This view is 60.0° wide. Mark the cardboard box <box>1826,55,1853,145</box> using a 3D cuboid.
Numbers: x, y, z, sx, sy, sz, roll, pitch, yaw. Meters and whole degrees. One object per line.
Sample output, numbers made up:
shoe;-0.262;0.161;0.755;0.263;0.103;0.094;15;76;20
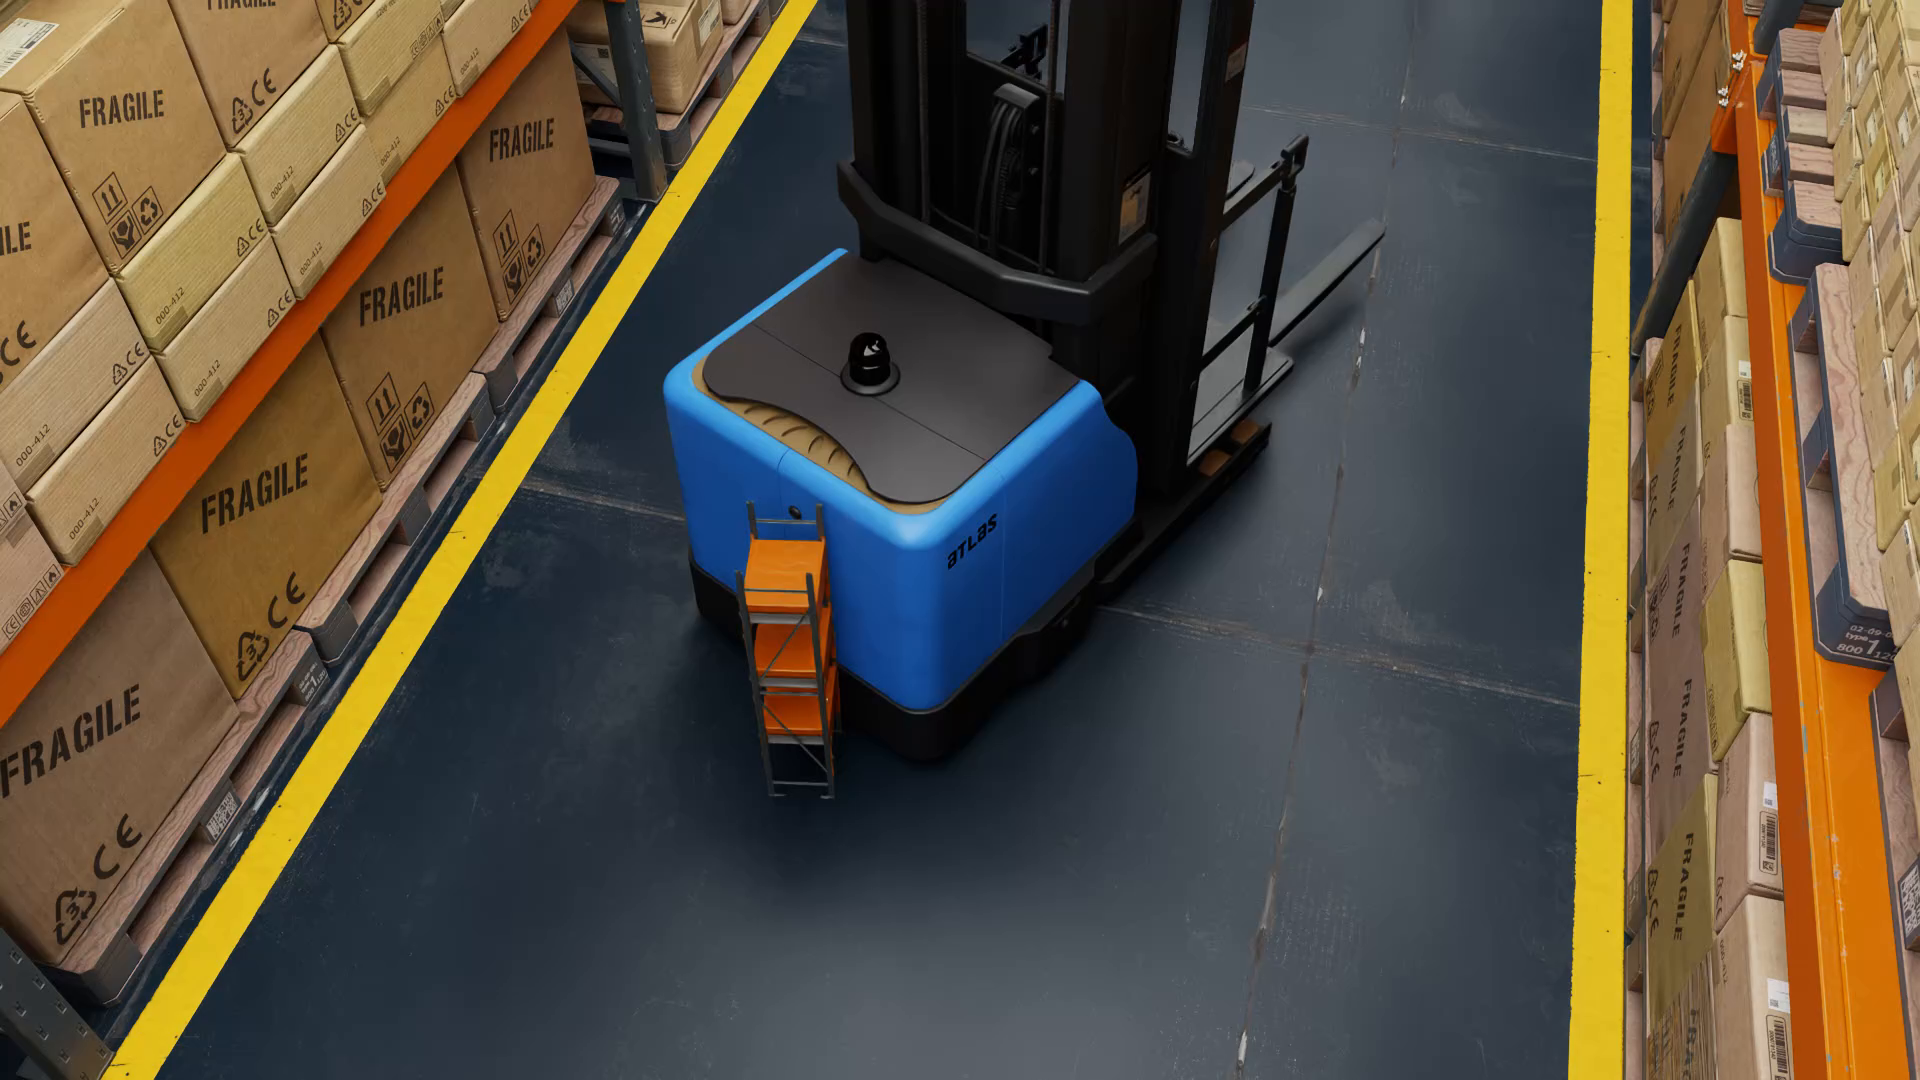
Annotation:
cardboard box;2.682;-1.216;4.710;0.380;0.149;0.250;14;50;12

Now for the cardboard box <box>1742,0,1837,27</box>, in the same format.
cardboard box;2.925;-2.050;5.492;0.500;0.500;0.500;12;50;10

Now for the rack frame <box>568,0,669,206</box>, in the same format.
rack frame;-1.737;-2.542;5.993;1.000;3.000;0.127;12;50;10

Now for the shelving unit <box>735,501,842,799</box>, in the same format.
shelving unit;-0.474;0.342;4.748;0.215;1.050;0.252;2;48;2

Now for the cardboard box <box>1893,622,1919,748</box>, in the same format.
cardboard box;2.128;0.324;3.351;0.380;0.149;0.250;9;49;8

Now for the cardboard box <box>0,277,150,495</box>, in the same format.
cardboard box;-2.291;-0.409;3.877;0.500;0.250;0.500;12;50;11

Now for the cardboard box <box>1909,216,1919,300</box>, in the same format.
cardboard box;2.413;-0.644;3.808;0.380;0.149;0.250;13;50;11

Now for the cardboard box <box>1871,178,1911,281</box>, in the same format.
cardboard box;2.476;-0.729;4.082;0.380;0.149;0.250;12;50;10

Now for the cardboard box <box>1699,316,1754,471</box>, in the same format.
cardboard box;2.517;-0.380;4.972;0.500;0.250;0.500;11;49;10

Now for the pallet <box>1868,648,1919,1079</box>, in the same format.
pallet;2.354;0.795;3.176;1.003;0.211;1.213;12;50;10

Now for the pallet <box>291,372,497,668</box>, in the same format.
pallet;-2.340;-0.184;5.771;1.003;0.211;1.213;12;50;10

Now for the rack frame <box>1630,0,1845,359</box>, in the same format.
rack frame;3.066;-1.638;5.195;1.000;3.000;0.127;12;50;10

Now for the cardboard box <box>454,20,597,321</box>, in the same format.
cardboard box;-1.999;-1.494;6.205;0.875;0.875;0.875;11;50;10

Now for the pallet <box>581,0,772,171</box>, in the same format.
pallet;-1.529;-2.184;7.537;1.003;0.211;1.213;12;50;10

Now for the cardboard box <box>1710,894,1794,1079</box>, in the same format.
cardboard box;1.965;1.107;3.659;0.500;0.250;0.500;10;49;9

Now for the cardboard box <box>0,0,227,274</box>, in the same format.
cardboard box;-2.155;-1.010;3.907;0.500;0.500;0.500;10;49;9

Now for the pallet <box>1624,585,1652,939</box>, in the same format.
pallet;2.535;0.729;4.965;1.003;0.211;1.213;12;50;10

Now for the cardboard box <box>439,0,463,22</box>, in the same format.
cardboard box;-1.750;-1.885;5.180;0.500;0.250;0.500;10;49;9

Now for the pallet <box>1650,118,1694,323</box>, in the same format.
pallet;3.346;-1.271;6.731;1.003;0.211;1.213;12;50;10

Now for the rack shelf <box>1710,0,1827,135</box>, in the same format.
rack shelf;3.592;-2.846;6.741;1.077;0.370;4.000;12;50;10

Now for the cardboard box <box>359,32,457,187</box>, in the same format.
cardboard box;-1.887;-1.341;5.033;0.500;0.250;0.500;11;50;10

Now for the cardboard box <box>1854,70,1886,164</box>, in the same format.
cardboard box;2.608;-1.092;4.402;0.380;0.149;0.250;10;49;9

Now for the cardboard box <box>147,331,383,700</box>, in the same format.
cardboard box;-2.473;-0.203;5.066;0.875;0.875;0.875;13;50;11

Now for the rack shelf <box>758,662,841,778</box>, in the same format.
rack shelf;-0.474;0.533;4.964;0.215;0.259;0.240;2;48;2

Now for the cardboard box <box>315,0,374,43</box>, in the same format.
cardboard box;-1.885;-1.749;4.560;0.500;0.500;0.500;12;50;10

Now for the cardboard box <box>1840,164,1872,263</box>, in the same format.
cardboard box;2.542;-0.825;4.365;0.380;0.149;0.250;14;50;12

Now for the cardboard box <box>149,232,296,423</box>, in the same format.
cardboard box;-2.134;-0.607;4.385;0.500;0.250;0.500;11;50;10

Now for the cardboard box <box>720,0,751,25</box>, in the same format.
cardboard box;-1.392;-2.753;7.652;0.950;0.372;0.625;11;49;9

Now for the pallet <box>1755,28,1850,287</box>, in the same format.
pallet;2.981;-1.038;4.793;1.213;0.211;1.003;12;50;10

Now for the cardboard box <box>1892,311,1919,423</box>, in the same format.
cardboard box;2.340;-0.354;3.751;0.380;0.149;0.250;13;50;11

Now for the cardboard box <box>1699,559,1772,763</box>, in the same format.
cardboard box;2.238;0.353;4.325;0.500;0.250;0.500;10;49;8

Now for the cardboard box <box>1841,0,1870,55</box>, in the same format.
cardboard box;2.745;-1.482;4.747;0.380;0.149;0.250;14;50;12

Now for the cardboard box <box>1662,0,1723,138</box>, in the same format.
cardboard box;3.539;-2.088;6.813;1.050;0.750;0.750;12;50;11

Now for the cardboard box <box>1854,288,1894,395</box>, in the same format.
cardboard box;2.406;-0.450;4.034;0.380;0.149;0.250;12;50;11

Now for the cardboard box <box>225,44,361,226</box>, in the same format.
cardboard box;-2.002;-1.135;4.518;0.500;0.250;0.500;10;49;9

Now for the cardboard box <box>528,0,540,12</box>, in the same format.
cardboard box;-1.619;-2.075;5.681;0.500;0.250;0.500;10;49;9

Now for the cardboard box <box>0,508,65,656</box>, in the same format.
cardboard box;-2.419;0.135;3.730;0.500;0.250;0.500;11;49;9

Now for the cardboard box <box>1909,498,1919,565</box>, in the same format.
cardboard box;2.201;0.018;3.422;0.380;0.149;0.250;9;49;8

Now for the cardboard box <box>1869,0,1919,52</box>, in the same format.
cardboard box;2.689;-1.400;4.475;0.380;0.149;0.250;10;49;9

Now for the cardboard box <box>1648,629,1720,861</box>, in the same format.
cardboard box;2.239;0.617;4.592;0.500;0.500;0.500;11;49;9

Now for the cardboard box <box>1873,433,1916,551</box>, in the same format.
cardboard box;2.266;-0.070;3.698;0.380;0.149;0.250;14;50;12

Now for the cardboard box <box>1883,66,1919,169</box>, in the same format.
cardboard box;2.550;-1.032;4.151;0.380;0.149;0.250;10;49;8

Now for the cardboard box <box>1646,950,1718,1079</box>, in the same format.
cardboard box;1.964;1.359;3.937;0.500;0.500;0.500;11;49;9

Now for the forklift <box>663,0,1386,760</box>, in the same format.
forklift;0.458;-1.345;4.982;1.130;2.935;3.031;32;56;25

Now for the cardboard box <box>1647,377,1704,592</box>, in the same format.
cardboard box;2.504;-0.124;5.246;0.500;0.500;0.500;12;50;10

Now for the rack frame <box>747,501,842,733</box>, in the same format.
rack frame;-0.469;0.250;4.829;0.200;1.050;0.008;2;48;2
